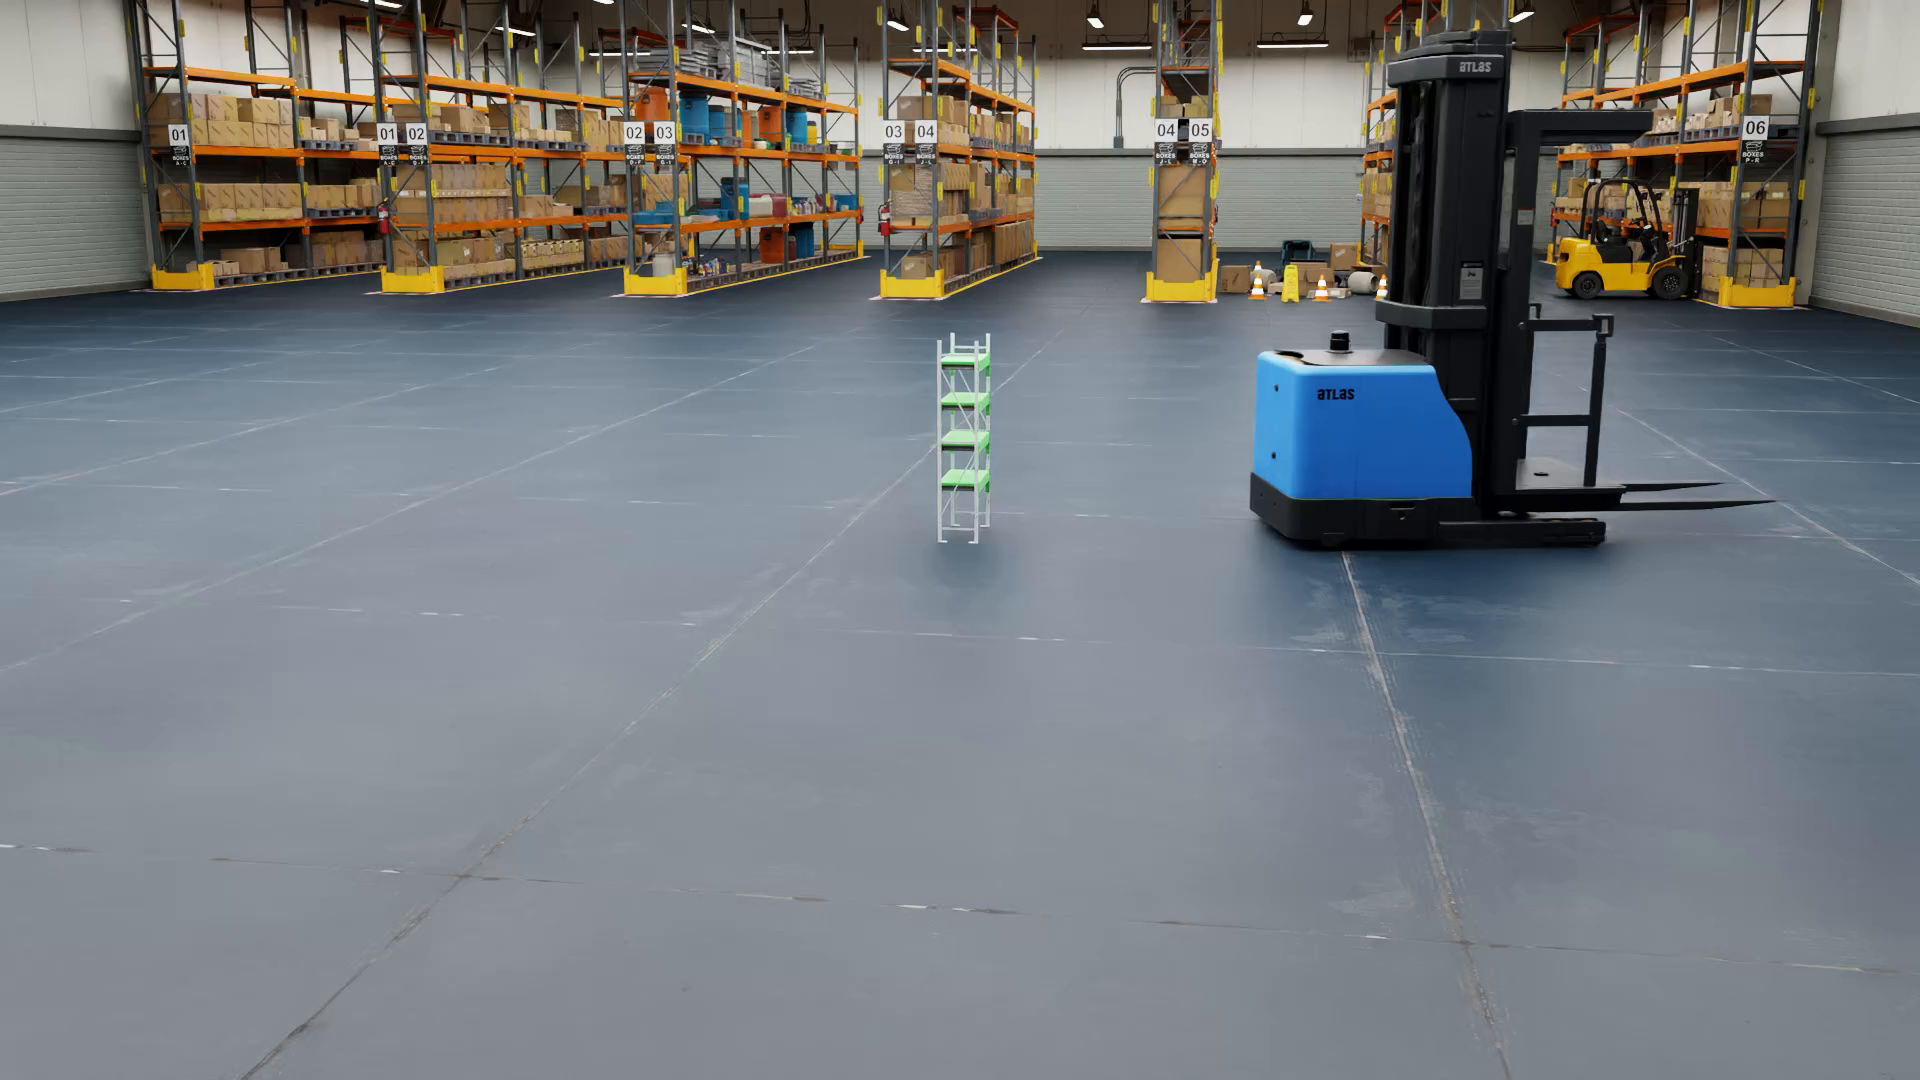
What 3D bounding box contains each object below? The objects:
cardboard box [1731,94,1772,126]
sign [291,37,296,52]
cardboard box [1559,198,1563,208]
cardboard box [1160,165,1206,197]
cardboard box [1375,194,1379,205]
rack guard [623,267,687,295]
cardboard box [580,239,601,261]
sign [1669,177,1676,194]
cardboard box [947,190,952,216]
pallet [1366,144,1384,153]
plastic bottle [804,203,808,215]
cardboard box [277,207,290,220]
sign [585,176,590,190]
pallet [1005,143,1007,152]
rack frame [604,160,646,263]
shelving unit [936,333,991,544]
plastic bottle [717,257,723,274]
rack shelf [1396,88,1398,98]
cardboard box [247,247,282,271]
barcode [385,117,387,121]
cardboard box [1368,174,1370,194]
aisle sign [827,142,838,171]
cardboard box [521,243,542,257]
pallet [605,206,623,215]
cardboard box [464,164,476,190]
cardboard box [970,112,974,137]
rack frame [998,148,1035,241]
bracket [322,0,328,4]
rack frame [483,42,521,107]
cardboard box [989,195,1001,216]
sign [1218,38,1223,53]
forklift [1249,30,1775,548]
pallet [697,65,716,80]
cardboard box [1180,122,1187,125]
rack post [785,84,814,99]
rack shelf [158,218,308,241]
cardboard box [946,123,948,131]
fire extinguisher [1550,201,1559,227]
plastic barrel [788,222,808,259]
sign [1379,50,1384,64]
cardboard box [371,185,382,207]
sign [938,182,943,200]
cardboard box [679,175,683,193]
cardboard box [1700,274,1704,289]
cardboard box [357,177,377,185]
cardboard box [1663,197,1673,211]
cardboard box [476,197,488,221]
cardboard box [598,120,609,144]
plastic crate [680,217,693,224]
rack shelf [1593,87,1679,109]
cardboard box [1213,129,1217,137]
[{"bbox_3d":[13.618,-7.399,28.613,0.500,0.500,0.500,2,12,11],"label":"cardboard box"},{"bbox_3d":[-14.441,-10.731,36.022,0.100,0.325,0.005,2,12,9],"label":"sign"},{"bbox_3d":[15.838,-8.741,43.085,0.500,0.250,0.500,2,12,9],"label":"cardboard box"},{"bbox_3d":[4.074,-6.506,30.142,0.875,0.550,0.550,2,12,9],"label":"cardboard box"},{"bbox_3d":[10.385,-8.276,40.444,0.500,0.250,0.500,2,12,7],"label":"cardboard box"},{"bbox_3d":[-5.835,-4.966,31.851,1.175,0.500,0.348,2,12,9],"label":"rack guard"},{"bbox_3d":[-9.111,-7.076,40.597,0.500,0.500,0.500,2,12,11],"label":"cardboard box"},{"bbox_3d":[13.868,-6.905,32.352,0.100,0.325,0.005,2,12,9],"label":"sign"},{"bbox_3d":[-0.628,-6.633,32.707,0.875,0.500,0.500,2,12,9],"label":"cardboard box"},{"bbox_3d":[11.243,-10.288,43.703,1.003,0.211,1.213,2,12,9],"label":"pallet"},{"bbox_3d":[-3.886,-8.258,41.488,0.152,0.276,0.135,2,12,9],"label":"plastic bottle"},{"bbox_3d":[-14.832,-7.049,35.891,0.500,0.250,0.500,2,12,9],"label":"cardboard box"},{"bbox_3d":[-8.915,-8.546,39.781,0.100,0.325,0.005,2,12,9],"label":"sign"},{"bbox_3d":[0.540,-9.418,39.905,1.003,0.211,1.213,2,12,11],"label":"pallet"},{"bbox_3d":[-8.849,-8.830,43.847,1.000,3.000,0.127,2,12,9],"label":"rack frame"},{"bbox_3d":[0.025,-0.621,10.027,0.258,1.200,0.503,2,12,9],"label":"shelving unit"},{"bbox_3d":[-5.029,-5.740,34.753,0.144,0.351,0.185,1,12,6],"label":"plastic bottle"},{"bbox_3d":[9.809,-9.324,34.554,1.077,0.370,4.000,2,12,9],"label":"rack shelf"},{"bbox_3d":[-15.094,-6.100,36.069,0.500,0.500,0.500,1,12,4],"label":"cardboard box"},{"bbox_3d":[-11.124,-8.161,32.243,0.001,0.075,0.075,2,12,9],"label":"barcode"},{"bbox_3d":[10.771,-9.148,42.710,0.500,0.500,0.500,2,12,9],"label":"cardboard box"},{"bbox_3d":[-3.622,-10.797,46.802,0.394,0.787,0.004,2,12,9],"label":"aisle sign"},{"bbox_3d":[-9.687,-6.482,37.150,0.500,0.311,0.500,2,12,8],"label":"cardboard box"},{"bbox_3d":[-9.169,-8.309,41.882,1.003,0.211,1.213,2,12,9],"label":"pallet"},{"bbox_3d":[-10.373,-7.442,34.088,0.700,0.500,0.500,2,12,9],"label":"cardboard box"},{"bbox_3d":[-0.121,-8.660,34.694,0.797,0.503,0.637,1,12,6],"label":"cardboard box"},{"bbox_3d":[1.554,-9.341,46.218,1.000,3.000,0.127,2,12,9],"label":"rack frame"},{"bbox_3d":[-14.999,-12.682,38.935,0.235,0.232,0.430,2,12,9],"label":"bracket"},{"bbox_3d":[-13.129,-12.755,47.820,1.000,3.000,0.127,2,12,9],"label":"rack frame"},{"bbox_3d":[0.668,-7.817,38.908,0.500,0.500,0.500,2,12,10],"label":"cardboard box"},{"bbox_3d":[5.758,-10.943,36.820,0.100,0.325,0.005,2,12,9],"label":"sign"},{"bbox_3d":[3.384,-1.495,9.974,3.031,2.935,1.130,-1,12,-5],"label":"forklift"},{"bbox_3d":[-5.470,-9.221,32.819,1.003,0.211,1.213,2,12,9],"label":"pallet"},{"bbox_3d":[4.242,-8.361,32.967,0.500,0.250,0.500,2,12,9],"label":"cardboard box"},{"bbox_3d":[-4.140,-10.932,40.545,0.937,0.300,0.954,3,13,15],"label":"rack post"},{"bbox_3d":[-15.282,-6.557,35.004,1.077,0.370,4.000,2,12,9],"label":"rack shelf"},{"bbox_3d":[-0.429,-7.860,31.636,0.380,0.149,0.250,2,12,9],"label":"cardboard box"},{"bbox_3d":[15.818,-8.685,44.244,0.296,0.674,0.183,2,12,9],"label":"fire extinguisher"},{"bbox_3d":[-4.164,-7.588,42.068,0.600,0.901,0.708,2,12,9],"label":"plastic barrel"},{"bbox_3d":[10.187,-11.677,40.224,0.100,0.325,0.005,2,12,9],"label":"sign"},{"bbox_3d":[-14.422,-8.323,40.212,0.700,0.500,0.500,0,12,2],"label":"cardboard box"},{"bbox_3d":[-0.370,-6.416,30.590,0.100,0.325,0.005,2,12,9],"label":"sign"},{"bbox_3d":[-8.107,-9.994,46.635,0.500,0.500,0.500,2,12,10],"label":"cardboard box"},{"bbox_3d":[13.723,-4.706,30.238,0.500,0.250,0.500,2,12,9],"label":"cardboard box"},{"bbox_3d":[-14.546,-8.831,41.078,0.500,0.250,0.500,2,12,10],"label":"cardboard box"},{"bbox_3d":[14.229,-6.644,32.870,0.500,0.250,0.500,2,12,7],"label":"cardboard box"},{"bbox_3d":[-10.297,-6.907,34.685,0.700,0.500,0.500,2,12,9],"label":"cardboard box"},{"bbox_3d":[-9.201,-10.219,41.701,0.600,0.600,0.600,1,12,6],"label":"cardboard box"},{"bbox_3d":[-5.345,-6.218,32.351,0.298,0.136,0.250,2,12,9],"label":"plastic crate"},{"bbox_3d":[15.329,-9.996,37.675,1.077,0.370,4.000,2,12,9],"label":"rack shelf"},{"bbox_3d":[5.345,-8.944,36.231,0.500,0.311,0.500,2,12,9],"label":"cardboard box"}]
